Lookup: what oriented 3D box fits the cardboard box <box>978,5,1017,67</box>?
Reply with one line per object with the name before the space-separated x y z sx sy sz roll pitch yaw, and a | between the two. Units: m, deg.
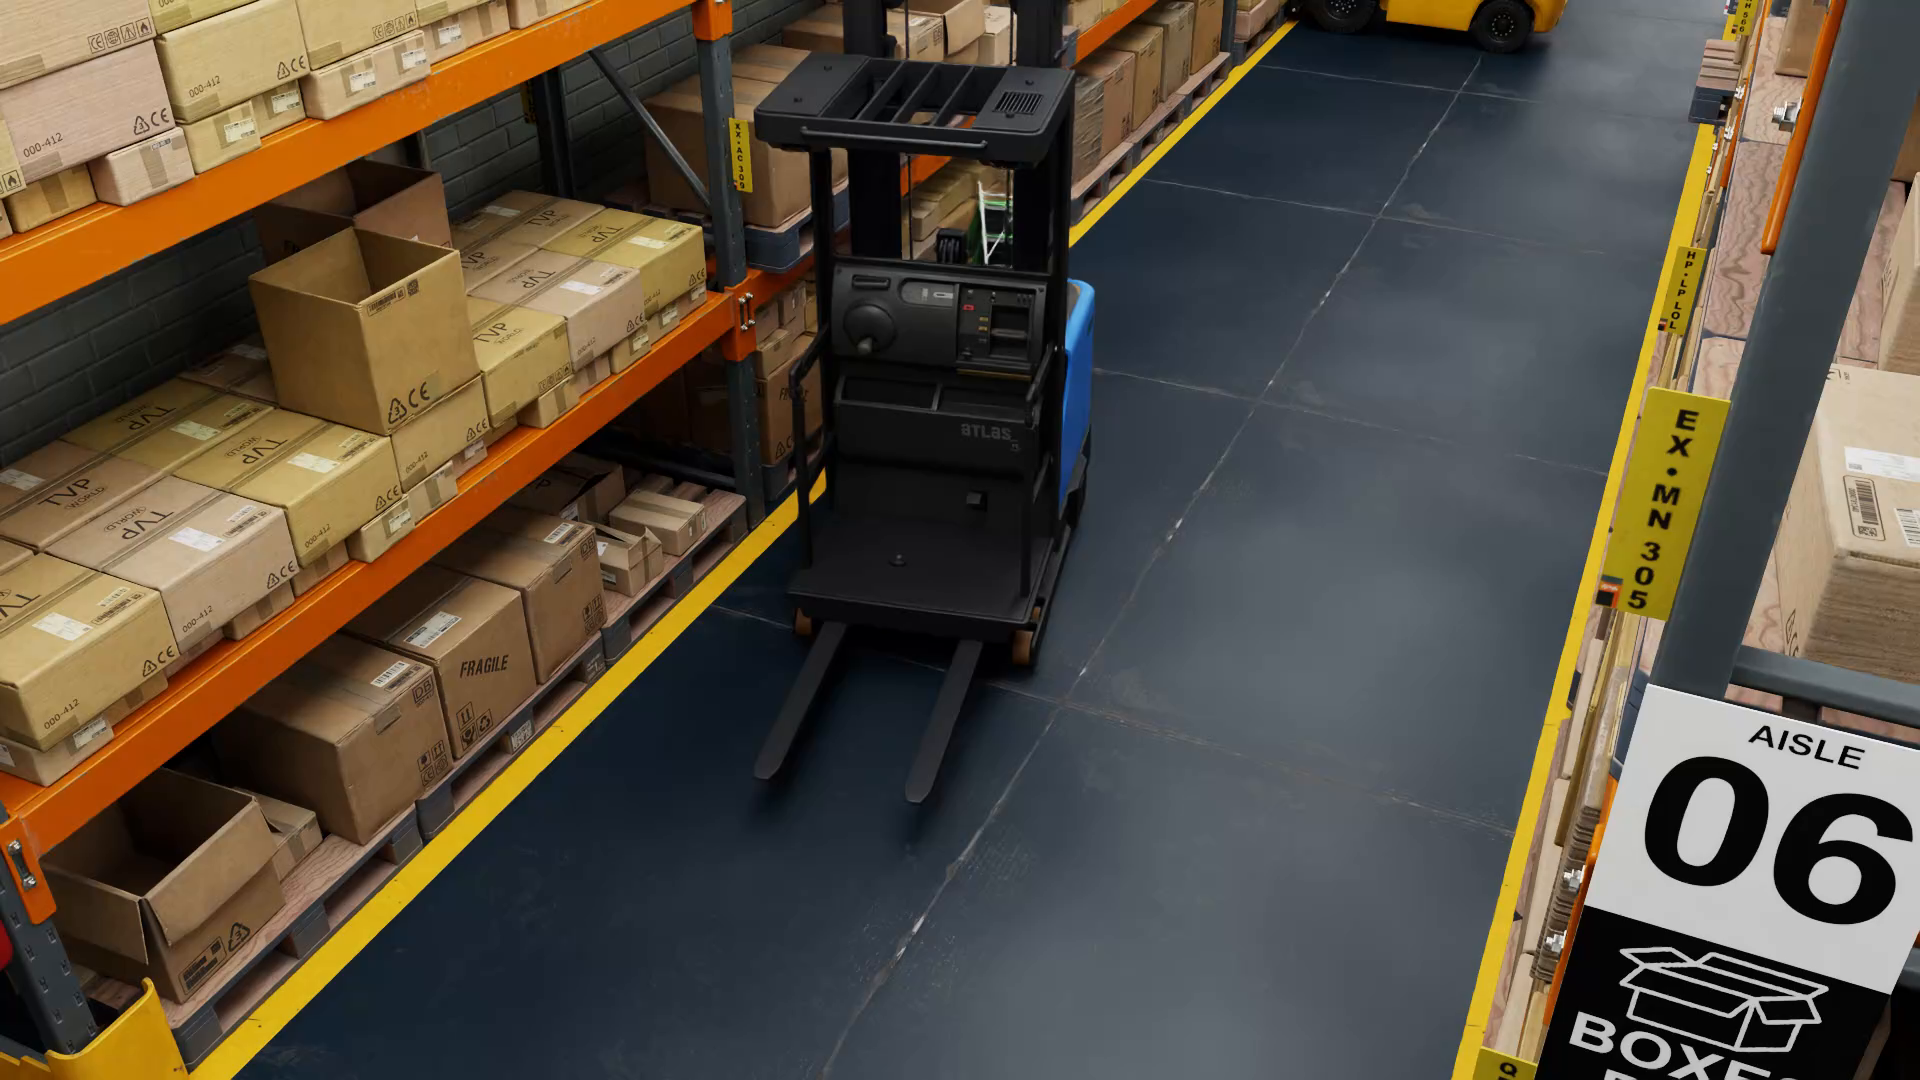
cardboard box | 0.065 -2.952 9.770 0.500 0.250 0.500 12 35 18

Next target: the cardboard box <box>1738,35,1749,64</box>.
cardboard box | 4.660 -2.933 9.243 0.500 0.500 0.500 13 35 19

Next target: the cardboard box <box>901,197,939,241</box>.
cardboard box | -0.344 -1.882 9.690 0.380 0.149 0.250 12 35 18

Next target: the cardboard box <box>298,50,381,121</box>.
cardboard box | -2.060 -1.450 5.219 0.380 0.149 0.250 14 36 21

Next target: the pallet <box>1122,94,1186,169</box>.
pallet | 1.104 -3.279 13.058 1.003 0.211 1.213 14 36 20

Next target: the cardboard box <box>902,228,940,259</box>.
cardboard box | -0.405 -1.538 9.756 0.500 0.500 0.500 13 35 19

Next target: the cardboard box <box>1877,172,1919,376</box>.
cardboard box | 2.047 -0.486 3.127 0.500 0.311 0.500 15 36 21

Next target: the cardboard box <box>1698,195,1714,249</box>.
cardboard box | 3.426 -1.241 7.088 0.500 0.250 0.500 15 36 22

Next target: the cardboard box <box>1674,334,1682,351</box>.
cardboard box | 3.222 -0.781 6.843 0.500 0.250 0.500 14 36 20

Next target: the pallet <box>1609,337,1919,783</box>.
pallet | 1.676 0.094 2.717 1.003 0.211 1.213 14 36 20

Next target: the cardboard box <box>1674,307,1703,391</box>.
cardboard box | 2.413 -0.338 5.026 0.500 0.500 0.500 14 36 20

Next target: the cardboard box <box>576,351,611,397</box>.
cardboard box | -1.675 -0.730 6.857 0.380 0.149 0.250 15 36 22

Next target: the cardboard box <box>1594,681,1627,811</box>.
cardboard box | 1.460 0.447 3.238 0.380 0.149 0.250 14 36 20

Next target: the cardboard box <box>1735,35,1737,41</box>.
cardboard box | 7.044 -4.446 14.420 0.500 0.250 0.500 17 37 24

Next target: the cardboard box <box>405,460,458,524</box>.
cardboard box | -2.072 -0.216 6.073 0.380 0.149 0.250 15 36 22

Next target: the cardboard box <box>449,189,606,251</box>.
cardboard box | -1.913 -1.323 7.398 0.500 0.250 0.500 14 36 20

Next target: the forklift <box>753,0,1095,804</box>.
forklift | -0.140 -0.890 6.934 1.130 2.935 3.031 7 34 11

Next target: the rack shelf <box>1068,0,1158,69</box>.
rack shelf | 1.049 -4.134 12.475 1.077 0.370 4.000 14 36 20

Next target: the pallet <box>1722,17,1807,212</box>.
pallet | 2.697 -1.122 4.570 1.003 0.211 1.213 14 36 20

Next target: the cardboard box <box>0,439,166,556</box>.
cardboard box | -2.966 -0.062 5.475 0.500 0.250 0.500 14 36 21

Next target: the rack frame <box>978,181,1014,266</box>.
rack frame | 0.256 -1.525 9.245 0.240 0.015 1.200 3 59 -12

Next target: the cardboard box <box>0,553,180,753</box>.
cardboard box | -2.700 0.320 4.892 0.500 0.250 0.500 14 36 21

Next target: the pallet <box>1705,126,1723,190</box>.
pallet | 6.072 -2.739 12.235 1.003 0.211 1.213 14 36 20

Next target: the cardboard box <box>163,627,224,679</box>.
cardboard box | -2.605 0.274 5.326 0.380 0.149 0.250 14 36 20

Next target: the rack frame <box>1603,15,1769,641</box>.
rack frame | 3.049 -0.309 5.986 1.000 3.000 0.127 14 36 20

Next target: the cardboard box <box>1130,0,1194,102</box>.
cardboard box | 1.346 -3.966 13.345 0.875 0.625 0.625 14 36 20

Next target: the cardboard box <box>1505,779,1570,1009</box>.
cardboard box | 2.315 1.321 5.454 0.875 0.438 0.875 13 35 19

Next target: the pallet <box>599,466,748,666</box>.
pallet | -1.749 0.062 7.963 1.003 0.211 1.213 14 36 20

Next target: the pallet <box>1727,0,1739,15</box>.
pallet | 5.944 -3.866 11.586 1.003 0.211 1.213 14 36 20

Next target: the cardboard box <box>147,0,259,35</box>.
cardboard box | -2.293 -1.645 4.697 0.500 0.250 0.500 14 36 20

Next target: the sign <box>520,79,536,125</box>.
sign | -1.966 -2.056 7.594 0.100 0.325 0.005 14 36 20

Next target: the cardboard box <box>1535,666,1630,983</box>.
cardboard box | 1.553 0.661 3.503 0.500 0.500 0.500 14 36 21

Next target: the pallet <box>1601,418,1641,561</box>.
pallet | 3.813 -0.155 8.293 1.003 0.211 1.213 14 36 20

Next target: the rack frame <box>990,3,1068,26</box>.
rack frame | 0.213 -3.438 10.758 1.000 3.000 0.127 14 36 20

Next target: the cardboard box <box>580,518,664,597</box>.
cardboard box | -1.577 0.044 7.557 0.396 0.266 0.258 15 36 22

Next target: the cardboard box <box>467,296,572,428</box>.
cardboard box | -1.869 -0.700 6.448 0.500 0.250 0.500 14 36 20

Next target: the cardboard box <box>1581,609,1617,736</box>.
cardboard box | 2.187 0.318 4.938 0.500 0.500 0.500 14 36 21

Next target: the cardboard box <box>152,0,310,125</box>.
cardboard box | -2.281 -1.438 4.838 0.500 0.250 0.500 13 35 19

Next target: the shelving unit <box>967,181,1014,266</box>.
shelving unit | 0.206 -1.402 9.450 0.258 0.503 1.200 3 59 -12

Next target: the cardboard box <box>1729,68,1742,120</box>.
cardboard box | 4.286 -2.252 8.630 0.500 0.250 0.500 14 36 20

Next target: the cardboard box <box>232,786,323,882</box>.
cardboard box | -2.579 1.077 6.089 0.380 0.149 0.250 13 35 19

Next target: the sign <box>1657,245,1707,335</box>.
sign | 2.552 -0.880 5.873 0.100 0.325 0.005 14 36 20

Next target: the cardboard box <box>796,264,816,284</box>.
cardboard box | -0.824 -1.391 8.941 0.380 0.149 0.250 14 36 20

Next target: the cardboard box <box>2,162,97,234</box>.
cardboard box | -2.581 -0.969 4.486 0.380 0.149 0.250 14 36 21

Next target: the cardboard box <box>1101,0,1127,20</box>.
cardboard box | 0.835 -3.790 11.431 0.500 0.250 0.500 13 36 19

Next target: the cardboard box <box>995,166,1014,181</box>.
cardboard box | 0.150 -2.393 10.469 0.380 0.149 0.250 12 35 18

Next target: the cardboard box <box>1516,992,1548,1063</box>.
cardboard box | 1.337 1.340 3.380 0.500 0.500 0.500 14 36 21

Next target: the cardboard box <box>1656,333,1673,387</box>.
cardboard box | 3.981 -0.820 8.320 0.875 0.875 0.875 15 36 21

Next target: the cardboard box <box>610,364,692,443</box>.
cardboard box | -1.524 -0.889 8.767 0.500 0.500 0.500 14 36 20

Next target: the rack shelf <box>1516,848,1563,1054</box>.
rack shelf | 2.212 0.988 4.664 1.077 0.370 4.000 14 36 20

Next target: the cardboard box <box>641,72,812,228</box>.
cardboard box | -1.055 -1.853 7.867 0.700 0.500 0.500 15 36 22

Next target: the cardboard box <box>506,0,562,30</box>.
cardboard box | -1.675 -1.974 6.019 0.380 0.149 0.250 14 36 20

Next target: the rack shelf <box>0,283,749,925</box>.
rack shelf | -2.298 -0.149 6.398 1.077 0.370 4.000 14 36 20

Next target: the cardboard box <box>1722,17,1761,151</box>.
cardboard box | 3.865 -2.069 7.666 0.500 0.500 0.500 15 36 22

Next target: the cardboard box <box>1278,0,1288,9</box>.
cardboard box | 2.788 -5.137 15.474 0.500 0.250 0.500 15 36 21
